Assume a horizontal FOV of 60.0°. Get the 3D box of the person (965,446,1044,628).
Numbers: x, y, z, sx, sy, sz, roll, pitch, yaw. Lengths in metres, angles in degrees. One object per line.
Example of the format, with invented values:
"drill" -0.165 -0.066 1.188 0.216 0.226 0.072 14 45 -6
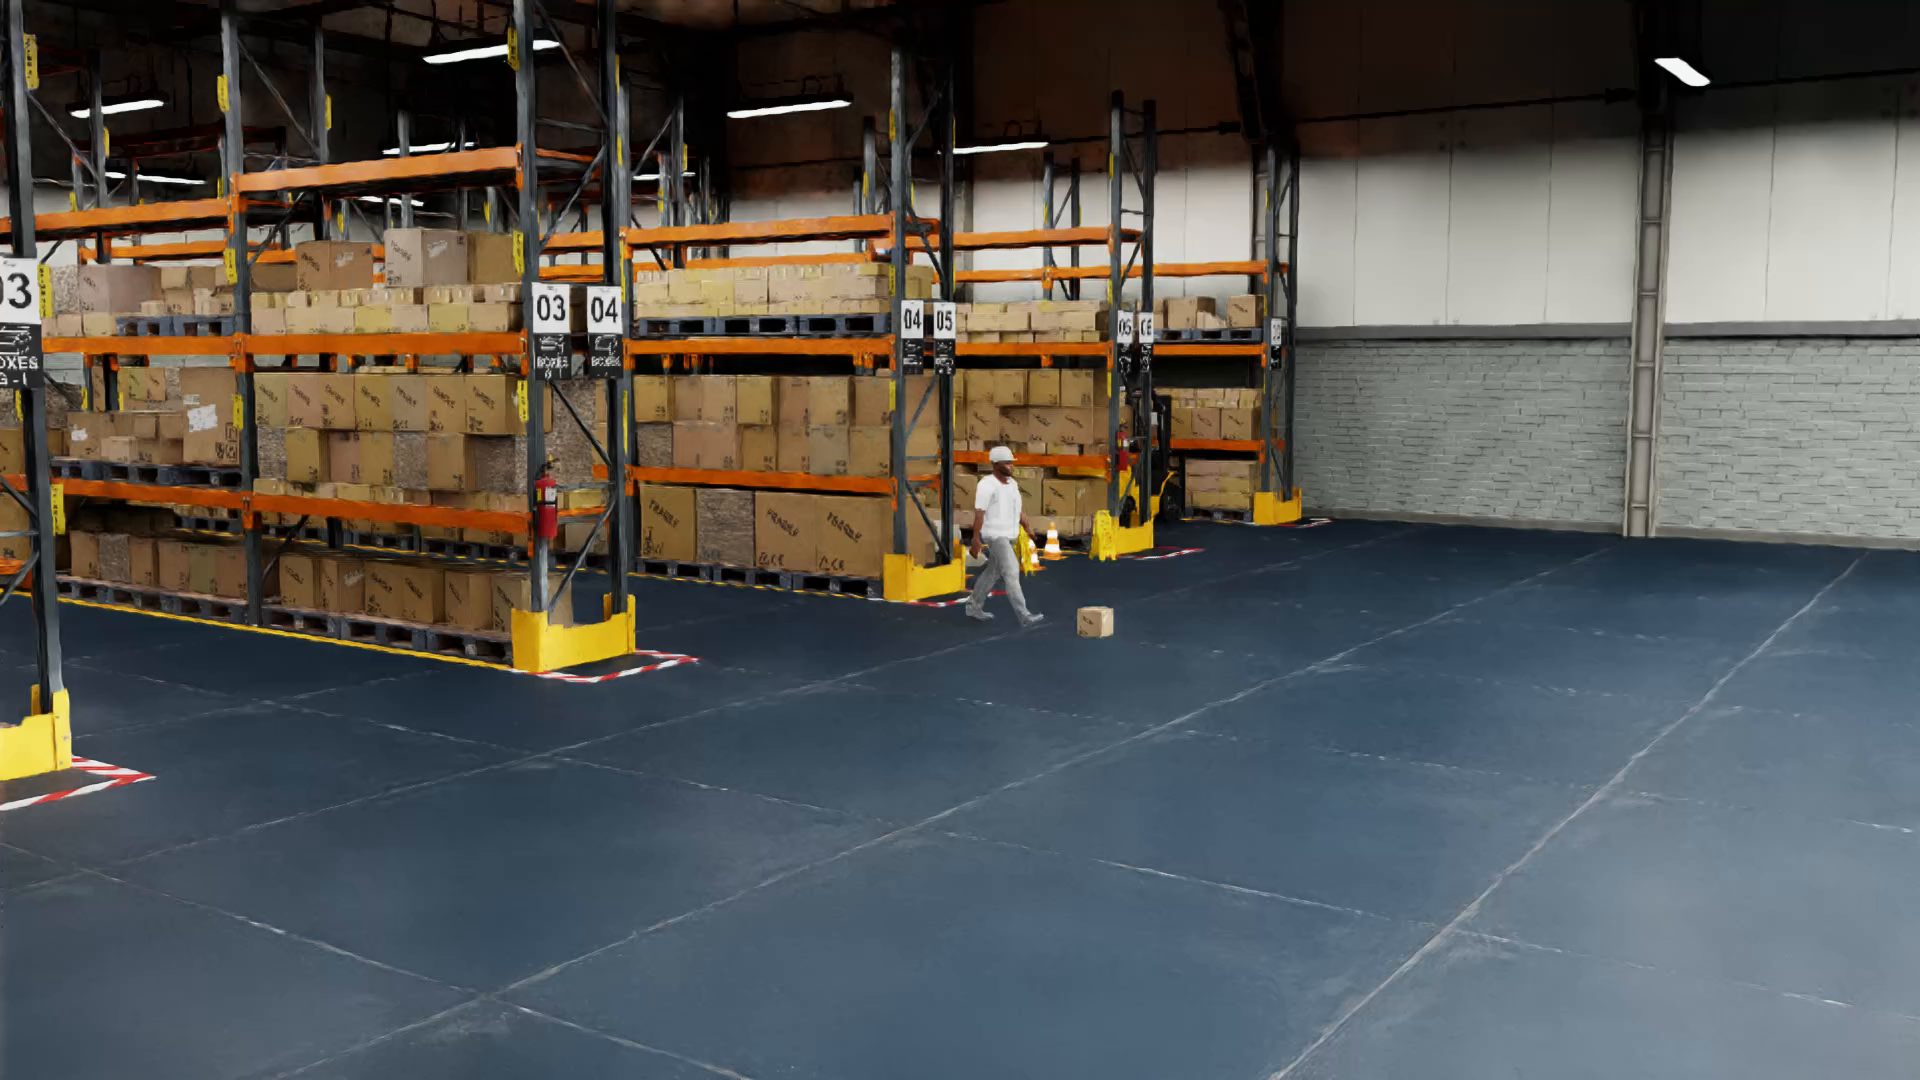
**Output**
"person" 0.444 -0.036 16.020 0.999 1.730 0.626 4 7 32
